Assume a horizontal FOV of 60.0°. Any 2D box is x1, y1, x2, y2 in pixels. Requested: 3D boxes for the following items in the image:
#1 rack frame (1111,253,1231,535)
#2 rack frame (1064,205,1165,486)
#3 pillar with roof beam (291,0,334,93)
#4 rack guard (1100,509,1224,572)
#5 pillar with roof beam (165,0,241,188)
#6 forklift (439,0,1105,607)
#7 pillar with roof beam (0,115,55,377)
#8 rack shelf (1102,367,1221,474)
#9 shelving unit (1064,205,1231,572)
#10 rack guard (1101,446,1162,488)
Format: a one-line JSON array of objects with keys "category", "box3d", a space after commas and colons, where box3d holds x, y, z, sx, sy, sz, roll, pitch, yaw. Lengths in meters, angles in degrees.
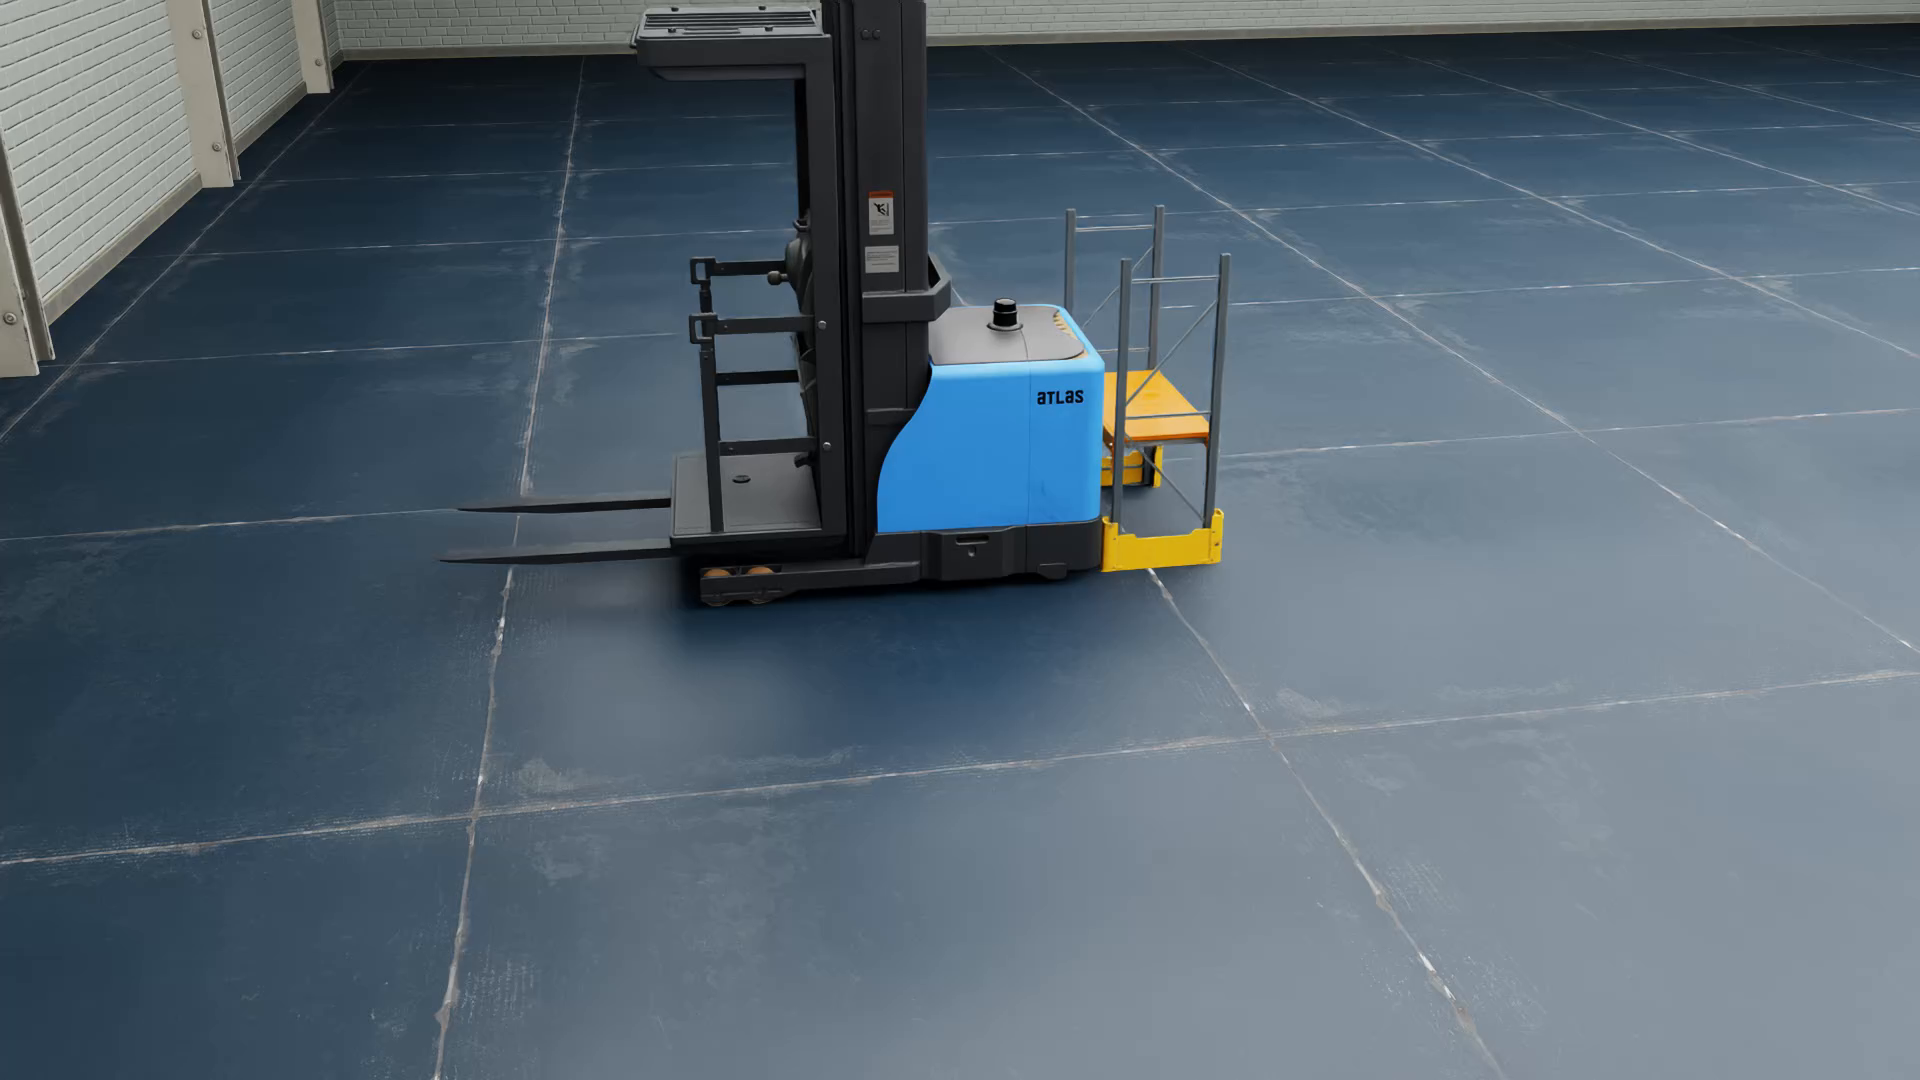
[{"category": "rack frame", "box3d": [0.961, -0.572, 7.685, 0.500, 1.500, 0.032, -4, 24, -10]}, {"category": "rack frame", "box3d": [0.777, -0.972, 8.601, 0.500, 1.500, 0.032, -4, 24, -10]}, {"category": "pillar with roof beam", "box3d": [-4.098, -10.285, 20.555, 9.100, 9.000, 0.400, -4, 24, -10]}, {"category": "rack guard", "box3d": [0.961, 0.001, 7.936, 0.587, 0.250, 0.087, -4, 24, -10]}, {"category": "pillar with roof beam", "box3d": [-2.989, -7.925, 15.151, 9.100, 9.000, 0.400, -4, 24, -10]}, {"category": "forklift", "box3d": [-0.895, -1.267, 7.489, 3.031, 2.935, 1.130, -3, 24, -7]}, {"category": "pillar with roof beam", "box3d": [-1.879, -5.565, 9.748, 9.100, 9.000, 0.400, -4, 24, -10]}, {"category": "rack shelf", "box3d": [0.869, -0.607, 8.215, 0.538, 0.185, 1.000, -4, 24, -10]}, {"category": "shelving unit", "box3d": [0.871, -0.768, 8.135, 0.587, 1.500, 1.083, -4, 24, -10]}, {"category": "rack guard", "box3d": [0.780, -0.391, 8.834, 0.587, 0.250, 0.087, -4, 24, -10]}]
